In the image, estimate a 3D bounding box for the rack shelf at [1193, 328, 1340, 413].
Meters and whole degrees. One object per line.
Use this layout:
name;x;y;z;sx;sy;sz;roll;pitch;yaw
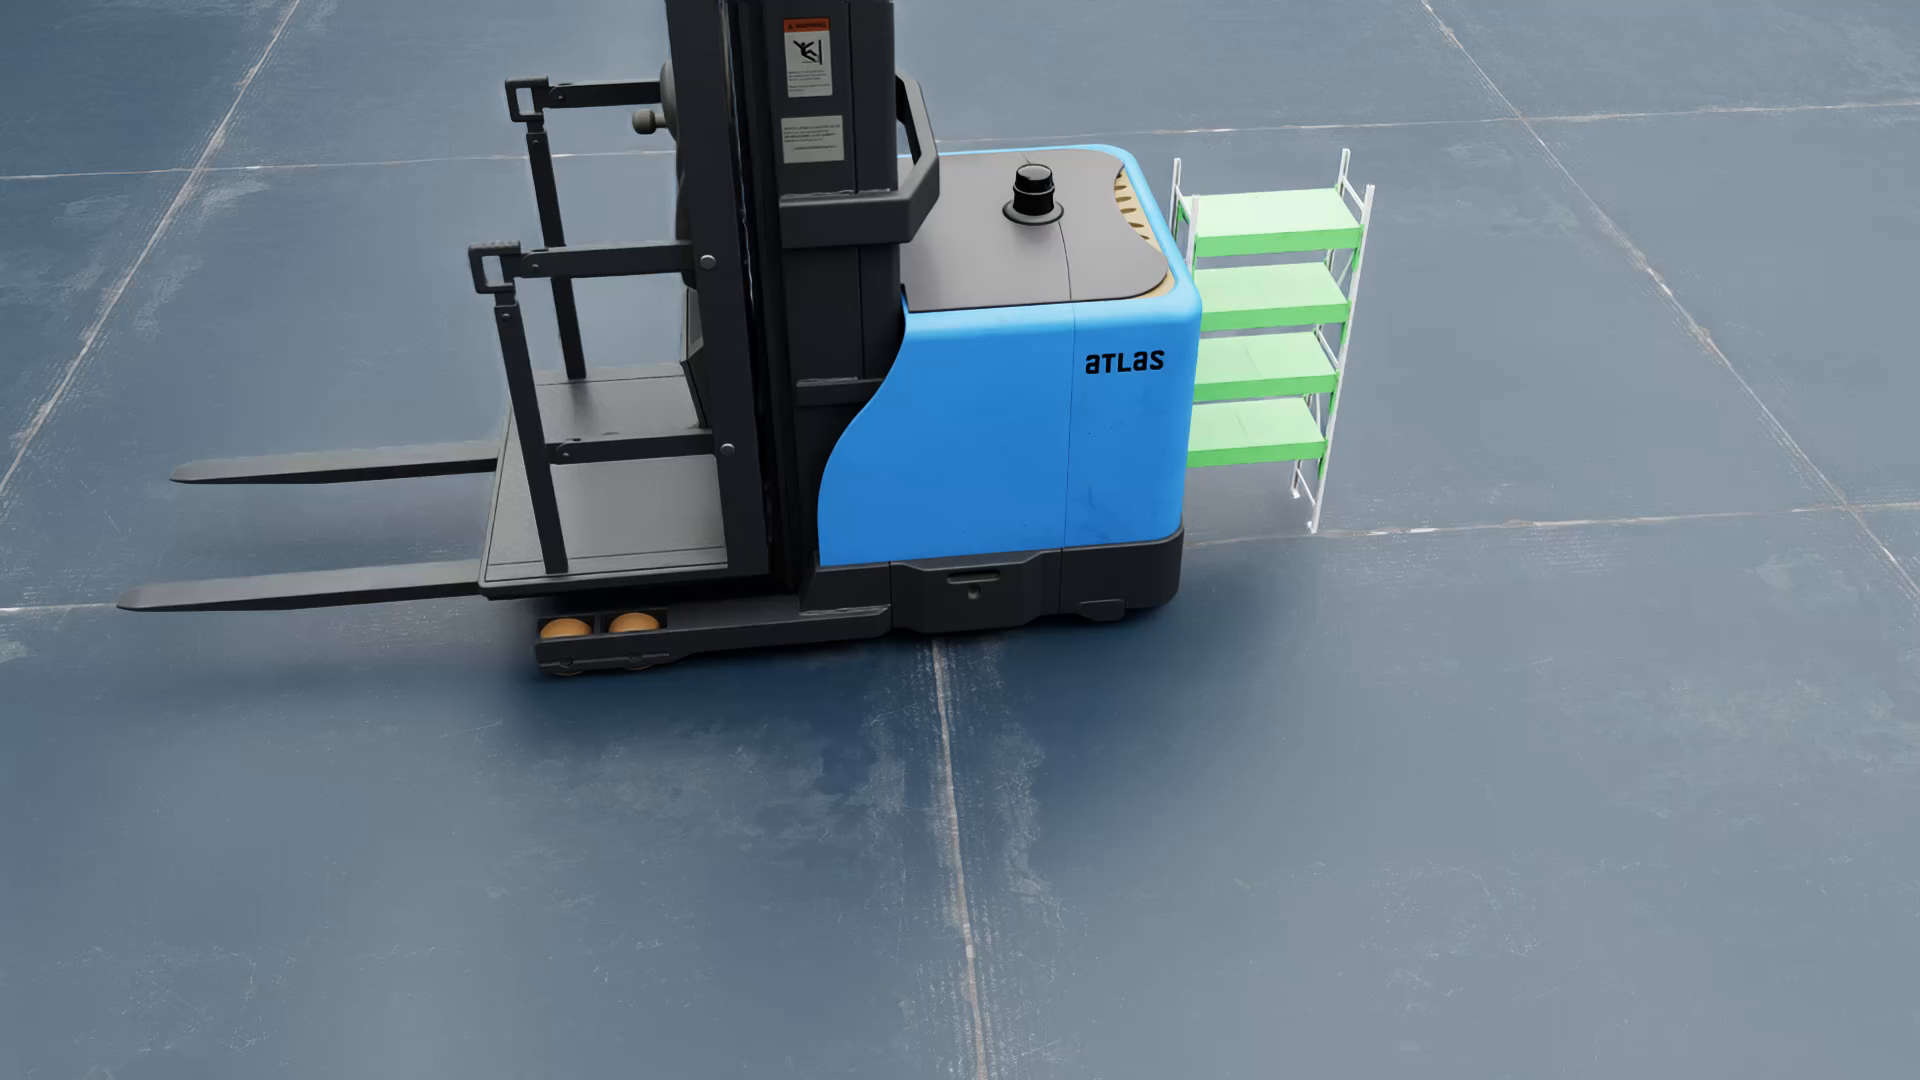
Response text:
rack shelf;0.866;-0.496;5.013;0.480;0.148;0.258;-4;38;-6

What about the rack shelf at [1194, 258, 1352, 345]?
rack shelf;0.866;-0.684;4.864;0.480;0.148;0.258;-4;38;-6

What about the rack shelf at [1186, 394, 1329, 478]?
rack shelf;0.866;-0.307;5.161;0.480;0.148;0.258;-4;38;-6

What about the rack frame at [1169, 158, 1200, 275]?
rack frame;0.624;-0.527;4.949;0.015;1.200;0.240;-4;38;-6

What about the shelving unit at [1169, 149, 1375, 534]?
shelving unit;0.866;-0.546;4.973;0.503;1.200;0.258;-4;38;-6

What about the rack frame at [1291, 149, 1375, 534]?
rack frame;1.109;-0.565;4.997;0.015;1.200;0.240;-4;38;-6

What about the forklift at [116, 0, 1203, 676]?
forklift;-0.904;-1.111;4.292;3.031;2.935;1.130;-4;38;-6

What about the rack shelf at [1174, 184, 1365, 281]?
rack shelf;0.866;-0.873;4.716;0.480;0.148;0.258;-4;38;-6
